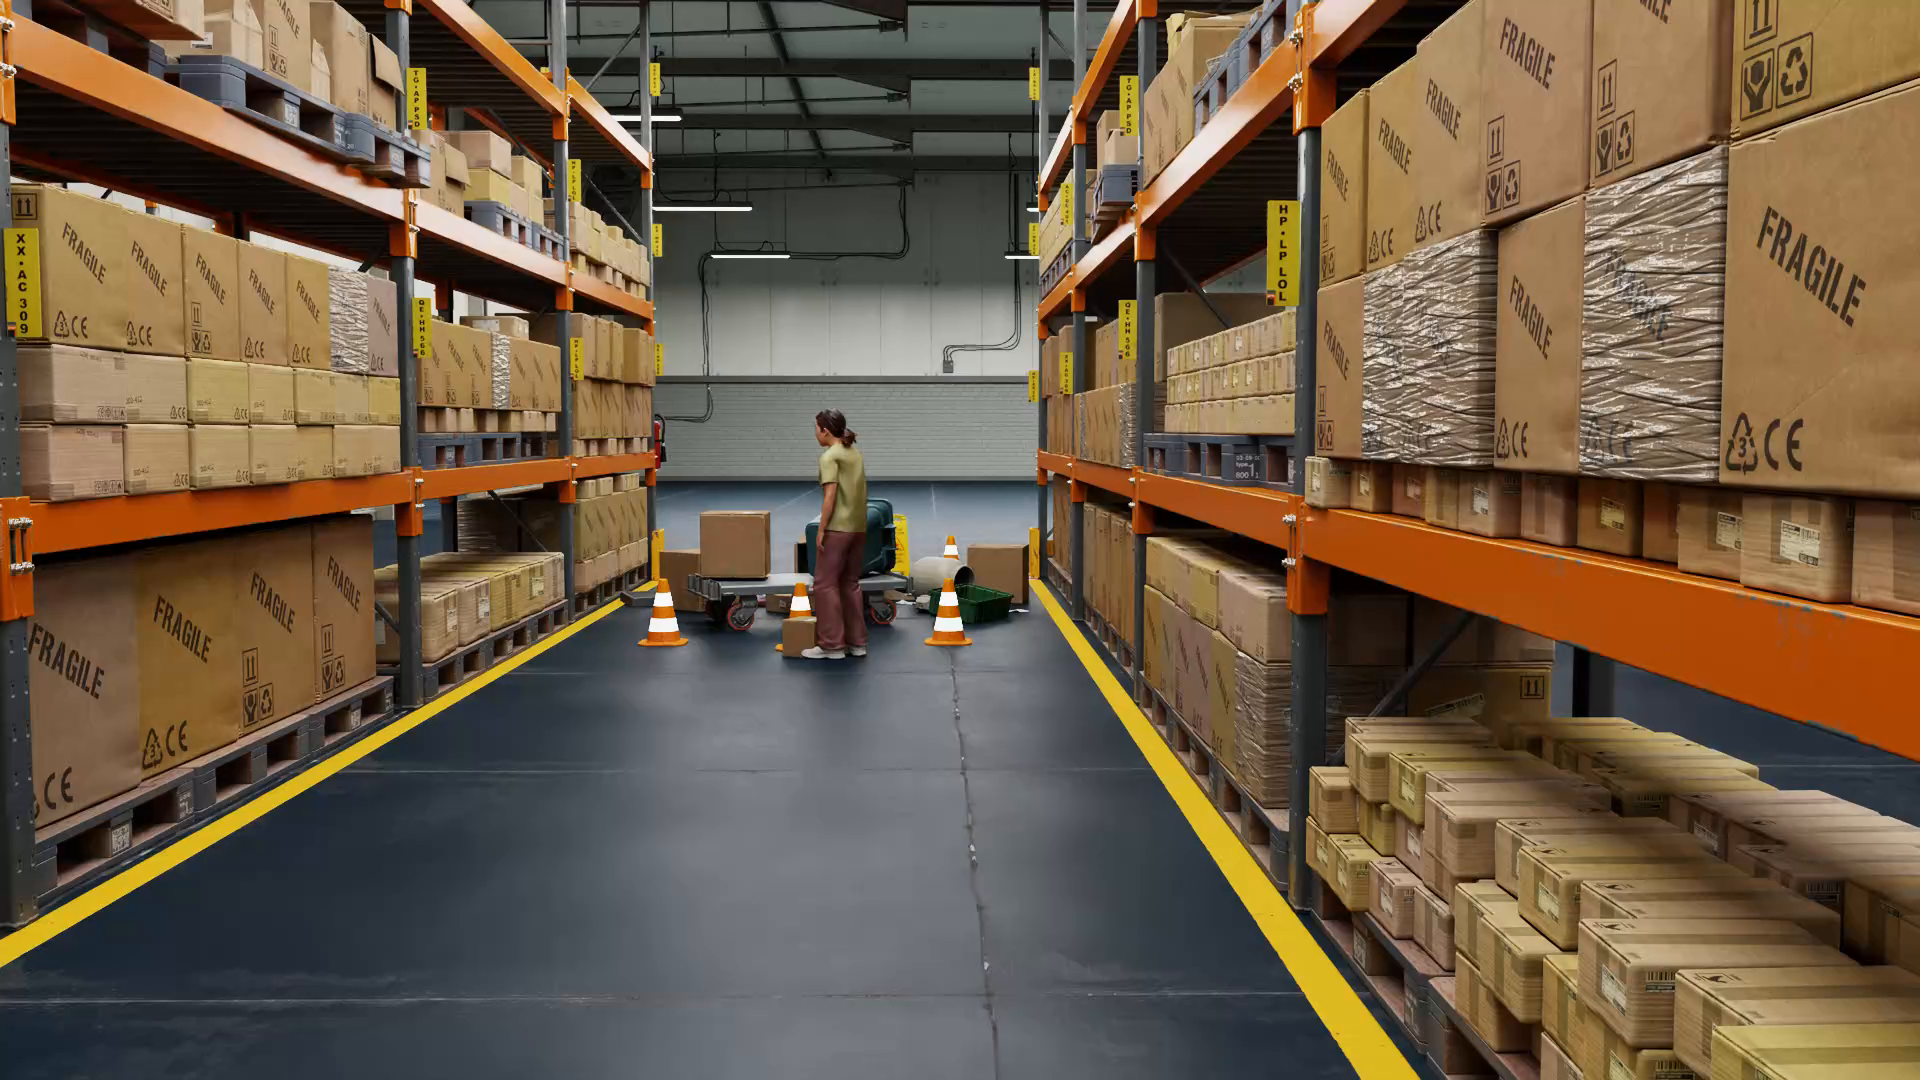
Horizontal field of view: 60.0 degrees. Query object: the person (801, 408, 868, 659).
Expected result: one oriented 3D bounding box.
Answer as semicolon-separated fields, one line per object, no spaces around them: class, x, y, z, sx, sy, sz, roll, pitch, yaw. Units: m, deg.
person;-0.831;-0.045;11.123;0.406;1.673;0.499;2;4;28
